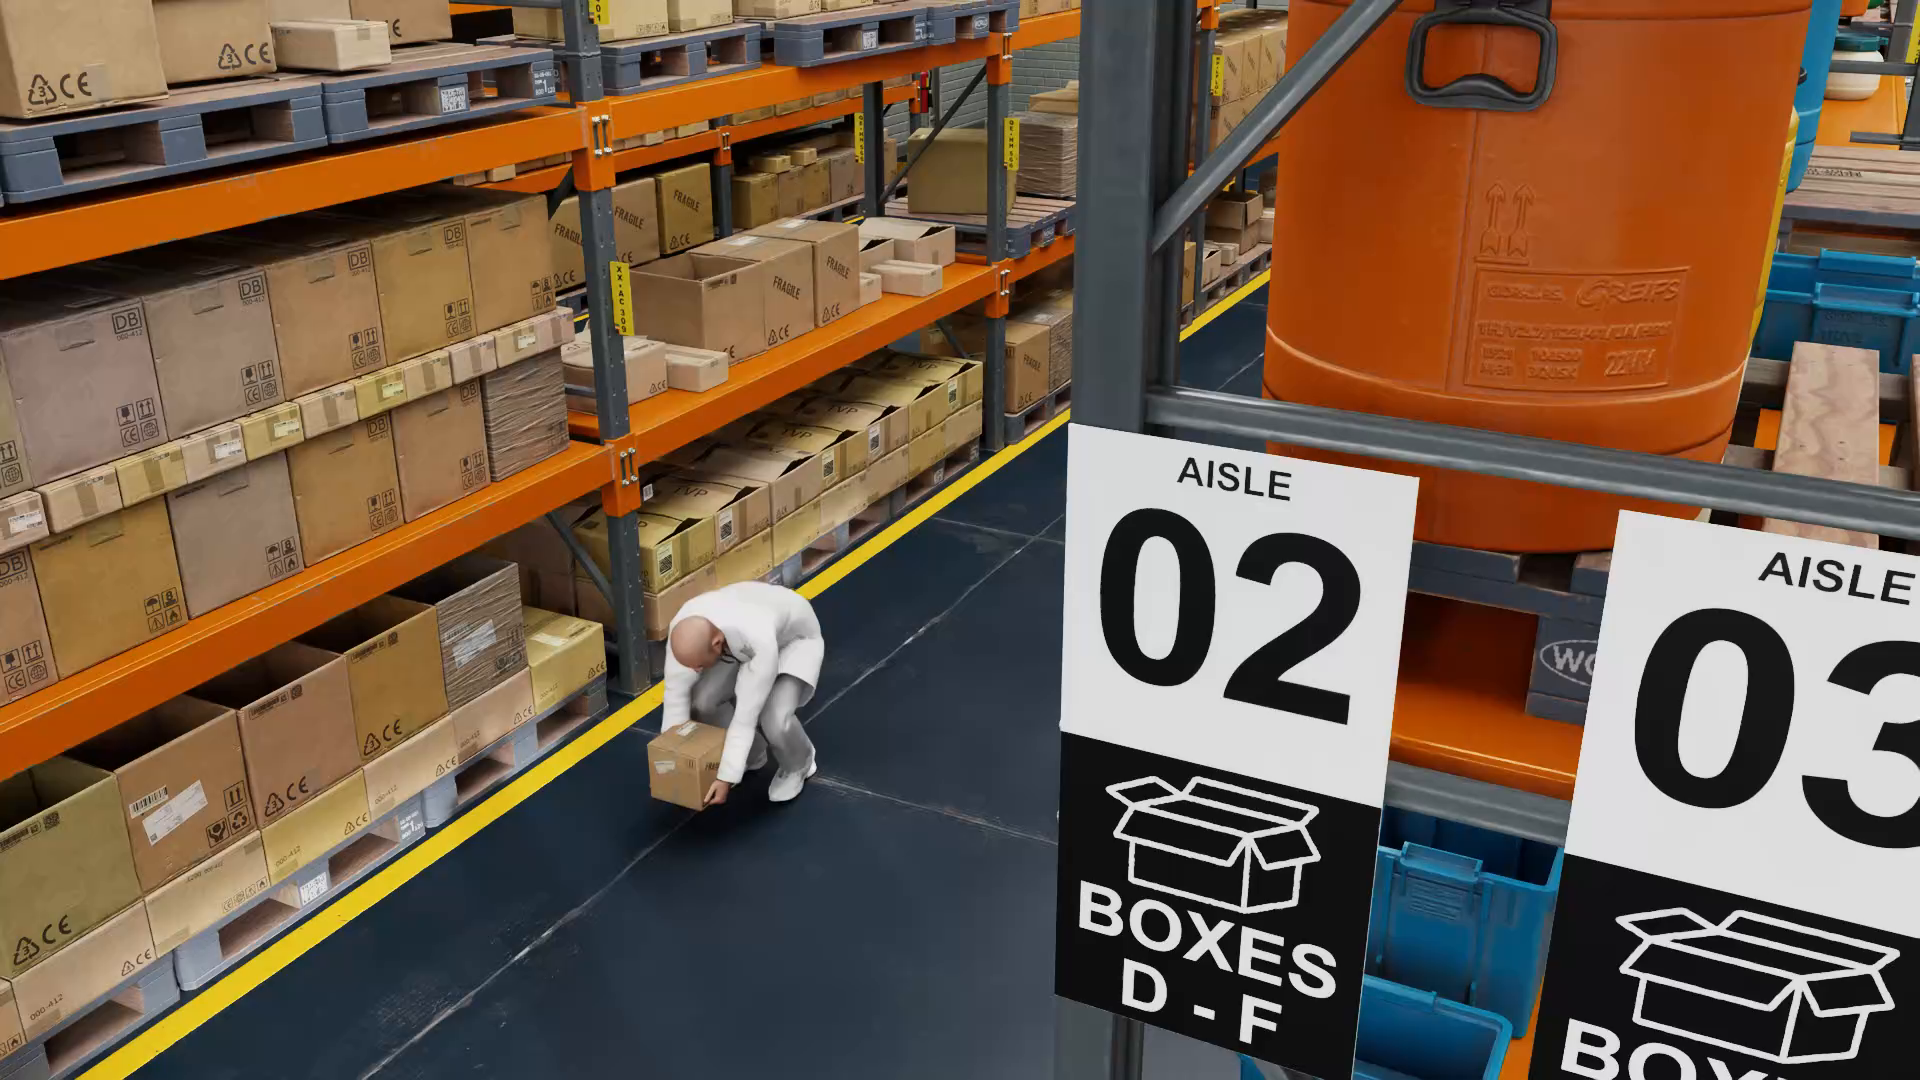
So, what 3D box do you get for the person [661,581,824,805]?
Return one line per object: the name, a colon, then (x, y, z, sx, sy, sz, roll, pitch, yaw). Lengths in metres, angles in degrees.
person: (-0.924, 0.659, 7.072, 0.589, 0.972, 0.934, 11, 25, 24)
